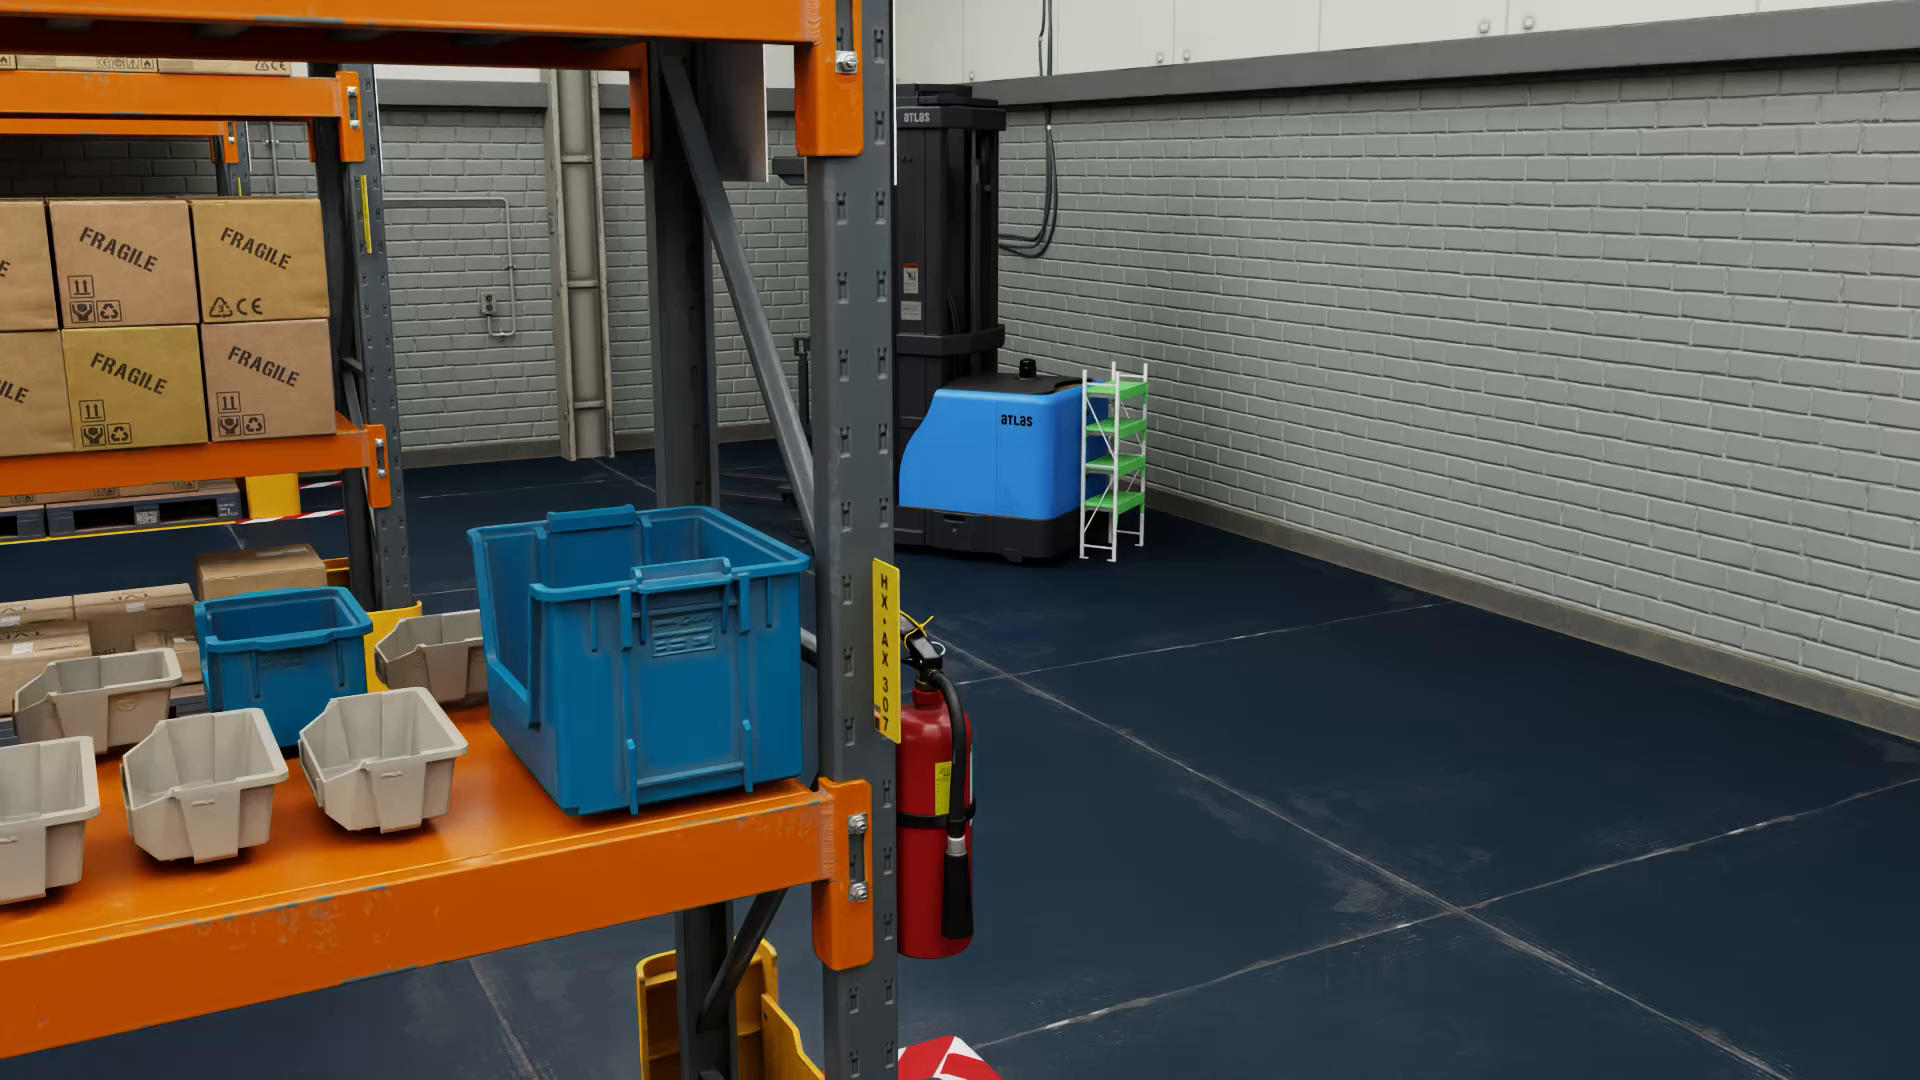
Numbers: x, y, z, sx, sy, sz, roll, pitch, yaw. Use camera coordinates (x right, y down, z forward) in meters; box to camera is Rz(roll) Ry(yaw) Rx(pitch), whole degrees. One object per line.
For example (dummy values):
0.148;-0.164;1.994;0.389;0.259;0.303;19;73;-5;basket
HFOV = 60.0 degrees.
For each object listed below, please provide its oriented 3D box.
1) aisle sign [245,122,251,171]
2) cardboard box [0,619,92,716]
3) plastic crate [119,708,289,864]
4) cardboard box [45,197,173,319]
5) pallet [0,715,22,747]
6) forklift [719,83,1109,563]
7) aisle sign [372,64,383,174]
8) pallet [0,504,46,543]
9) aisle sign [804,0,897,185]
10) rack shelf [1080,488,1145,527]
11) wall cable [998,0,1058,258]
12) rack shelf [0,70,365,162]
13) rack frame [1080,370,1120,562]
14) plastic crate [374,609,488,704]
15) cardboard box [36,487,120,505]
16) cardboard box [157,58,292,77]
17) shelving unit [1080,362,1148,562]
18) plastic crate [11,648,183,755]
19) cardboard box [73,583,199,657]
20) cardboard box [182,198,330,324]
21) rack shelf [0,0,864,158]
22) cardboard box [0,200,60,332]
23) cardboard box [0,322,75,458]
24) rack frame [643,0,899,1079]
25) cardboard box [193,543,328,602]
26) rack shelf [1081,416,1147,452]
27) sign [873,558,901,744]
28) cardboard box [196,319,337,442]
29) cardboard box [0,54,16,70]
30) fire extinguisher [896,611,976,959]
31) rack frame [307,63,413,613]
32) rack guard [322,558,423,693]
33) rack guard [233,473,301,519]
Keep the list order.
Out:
-4.951;-2.951;11.469;0.004;0.787;0.394;-7;14;-28;aisle sign
-3.988;0.547;7.107;0.500;0.250;0.500;-7;14;-28;cardboard box
-1.301;0.424;2.857;0.243;0.136;0.396;-7;14;-28;plastic crate
-3.752;-1.263;7.384;0.500;0.500;0.500;-7;14;-27;cardboard box
-4.616;0.801;7.068;1.213;0.211;1.003;-7;14;-28;pallet
-0.559;-1.493;11.068;3.031;2.935;1.130;6;14;27;forklift
-2.574;-1.995;7.221;0.004;0.787;0.394;-7;14;-28;aisle sign
-6.891;-0.146;11.276;1.213;0.211;1.003;-7;14;-28;pallet
-0.207;-1.043;2.991;0.004;0.787;0.394;-7;14;-28;aisle sign
0.985;-0.212;10.702;0.258;0.148;0.480;6;14;26;rack shelf
-0.022;-3.671;13.997;0.112;2.526;3.097;-7;14;-28;wall cable
-4.536;-1.681;6.552;4.000;0.370;1.077;-7;14;-28;rack shelf
0.876;-0.461;10.423;0.240;1.200;0.015;6;14;26;rack frame
-1.106;0.256;3.604;0.298;0.136;0.250;-7;14;-28;plastic crate
-6.163;-0.573;11.559;0.500;0.500;0.700;-7;14;-28;cardboard box
-3.105;-2.064;6.958;0.500;0.250;0.500;-7;14;-28;cardboard box
0.985;-0.508;10.636;0.258;1.200;0.503;6;14;26;shelving unit
-1.702;0.327;3.286;0.298;0.136;0.250;-7;14;-28;plastic crate
-3.833;0.403;7.746;0.500;0.250;0.500;-7;14;-28;cardboard box
-3.040;-1.215;7.173;0.500;0.500;0.500;-7;14;-28;cardboard box
-2.166;-0.726;2.308;4.000;0.370;1.077;-7;14;-28;rack shelf
-3.935;-1.107;6.690;0.500;0.500;0.500;-6;14;-26;cardboard box
-3.938;-0.621;6.810;0.500;0.500;0.500;-7;14;-27;cardboard box
-0.409;0.177;3.491;0.053;2.616;0.949;-7;14;-28;rack frame
-3.140;0.331;7.498;0.500;0.500;0.500;-7;14;-28;cardboard box
0.985;-0.680;10.597;0.258;0.148;0.480;6;14;26;rack shelf
-0.133;0.201;3.012;0.005;0.325;0.100;-7;14;-28;sign
-3.043;-0.728;7.284;0.500;0.500;0.500;-6;14;-26;cardboard box
-3.982;-1.958;6.489;0.500;0.250;0.500;-7;14;-28;cardboard box
-0.060;0.468;3.225;0.183;0.674;0.296;-7;14;-28;fire extinguisher
-2.781;-0.779;7.737;0.127;3.000;1.000;-7;14;-28;rack frame
-2.847;0.449;7.976;0.348;0.500;1.175;-7;14;-28;rack guard
-5.136;-0.516;12.263;0.348;0.500;1.175;-7;14;-28;rack guard
